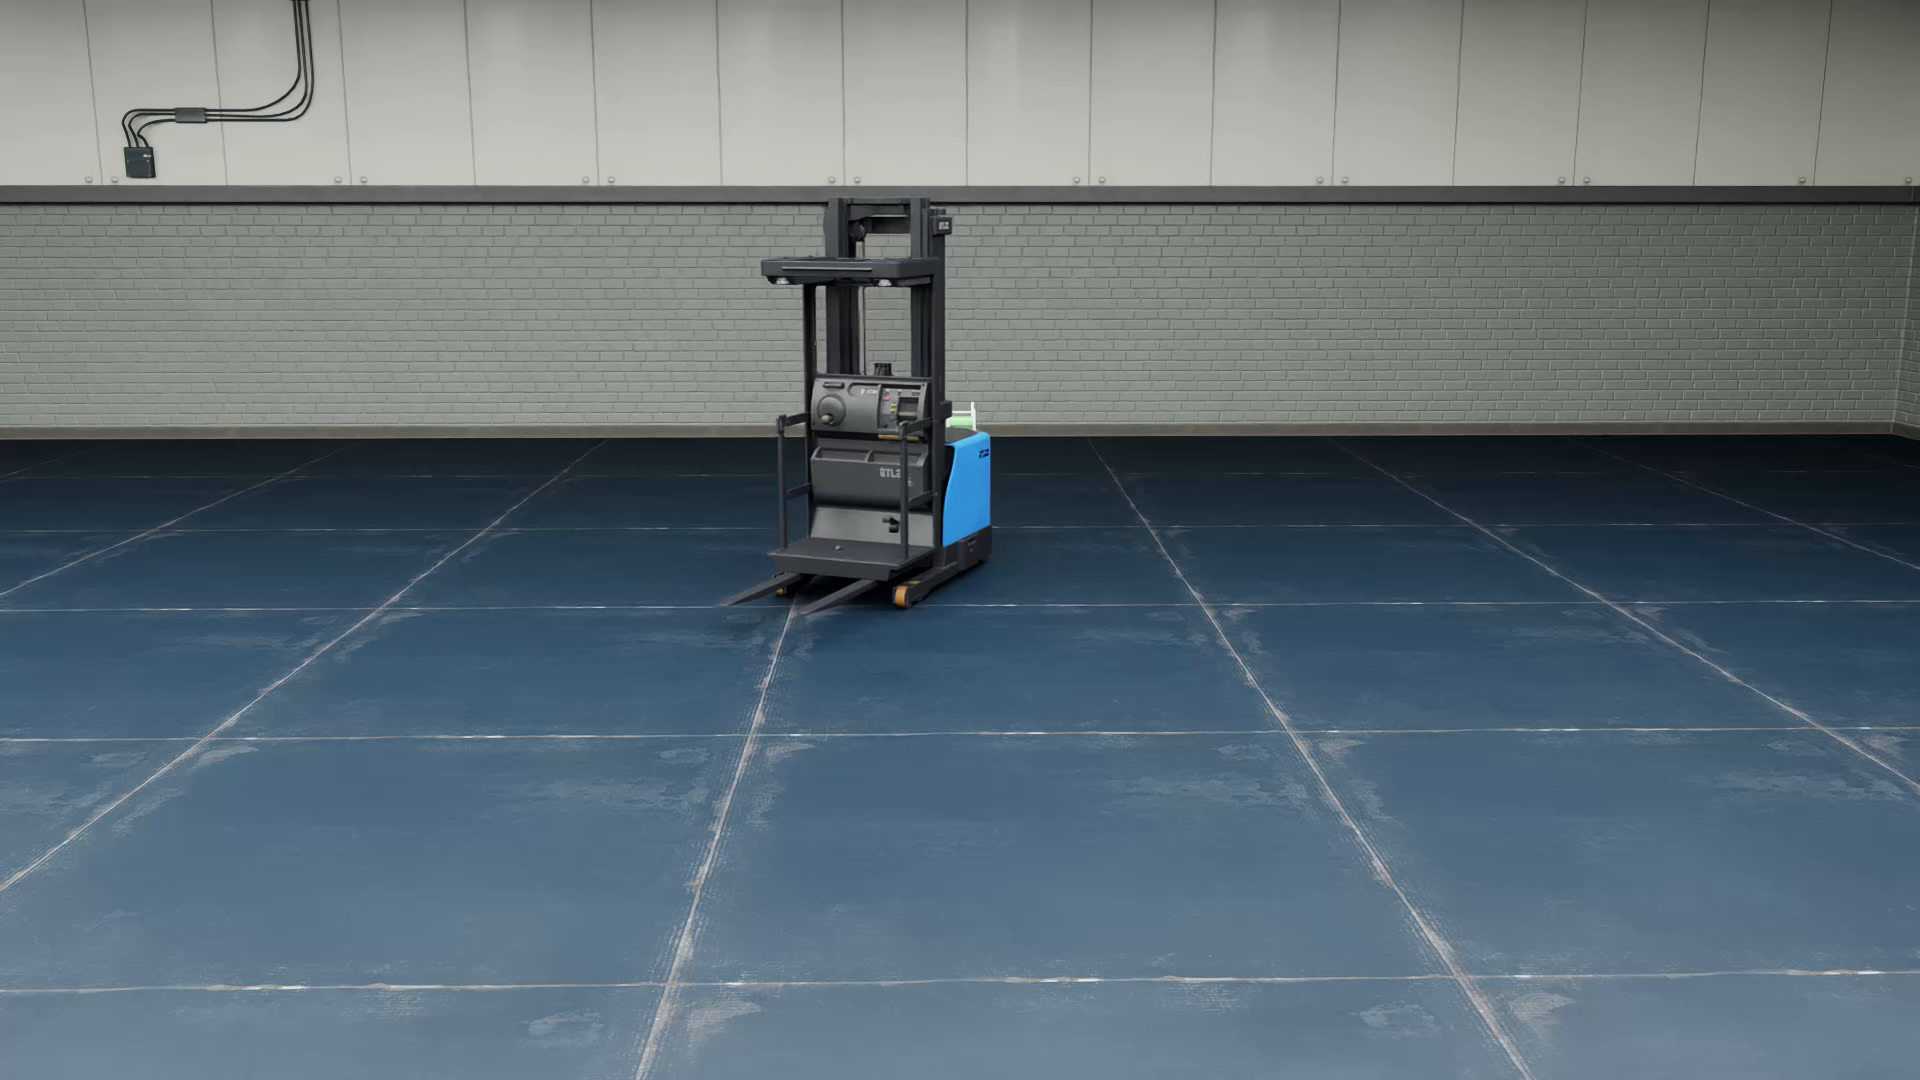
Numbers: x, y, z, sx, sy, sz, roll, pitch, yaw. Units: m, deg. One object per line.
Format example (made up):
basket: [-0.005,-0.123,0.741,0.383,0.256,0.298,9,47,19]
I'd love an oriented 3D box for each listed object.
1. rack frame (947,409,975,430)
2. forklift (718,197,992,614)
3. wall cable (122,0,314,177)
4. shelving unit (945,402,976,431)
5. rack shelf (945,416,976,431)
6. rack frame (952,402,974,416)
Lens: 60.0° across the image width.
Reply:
rack frame: [0.008,-0.507,14.039,0.240,1.200,0.015,0,11,-1]
forklift: [-0.762,-1.034,12.283,1.130,2.935,3.031,5,12,22]
wall cable: [-8.908,-7.335,19.527,2.305,6.003,0.169,0,11,-1]
shelving unit: [0.003,-0.555,14.278,0.258,1.200,0.503,0,11,-1]
rack shelf: [0.003,-0.963,14.195,0.258,0.148,0.480,0,11,-1]
rack frame: [-0.002,-0.604,14.517,0.240,1.200,0.015,0,11,-1]
